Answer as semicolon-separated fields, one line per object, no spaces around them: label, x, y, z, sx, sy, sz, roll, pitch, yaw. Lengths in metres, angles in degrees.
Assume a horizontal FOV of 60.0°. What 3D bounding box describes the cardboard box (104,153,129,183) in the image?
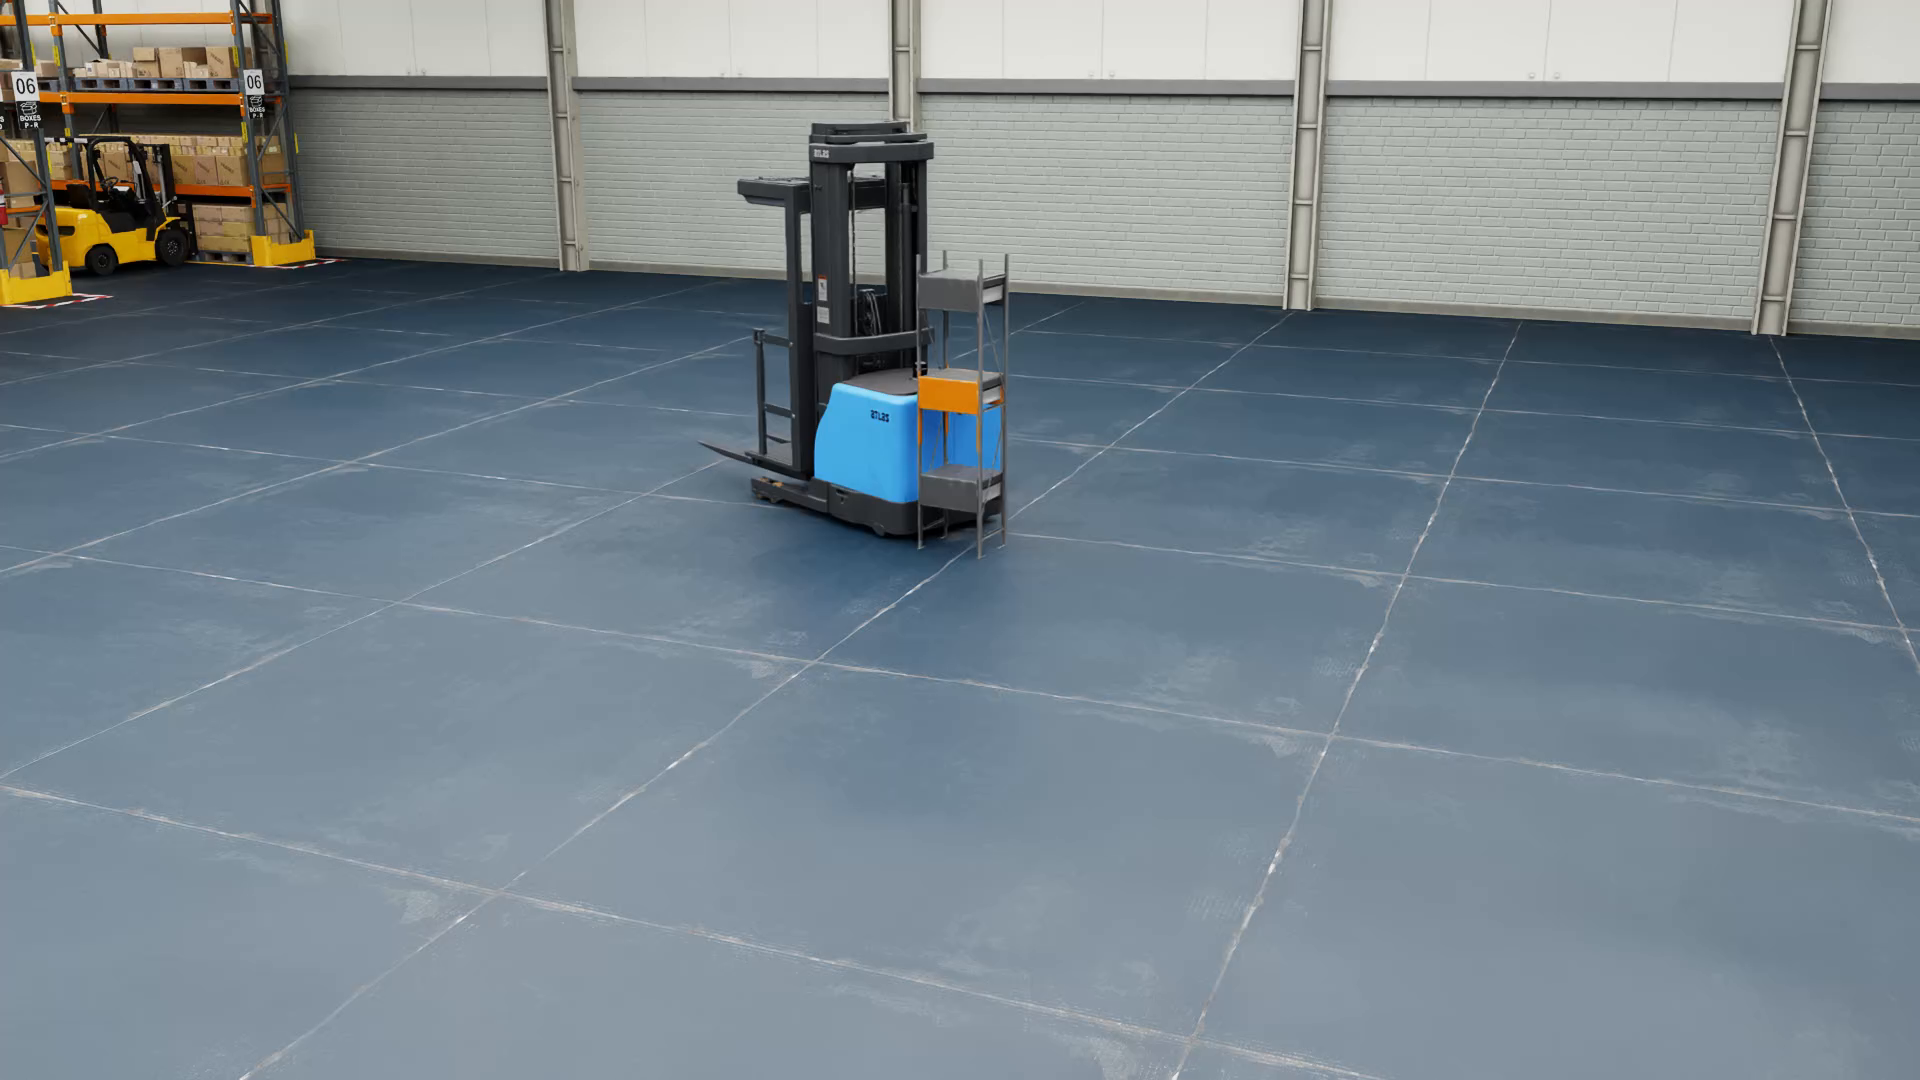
cardboard box;-14.575;-6.532;29.115;0.500;0.500;0.500;7;17;22

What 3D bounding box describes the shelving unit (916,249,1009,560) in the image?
shelving unit;0.018;-0.949;11.678;0.503;2.100;0.431;9;18;28

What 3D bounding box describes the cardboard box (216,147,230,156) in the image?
cardboard box;-12.335;-6.578;28.109;0.250;0.149;0.380;7;17;22

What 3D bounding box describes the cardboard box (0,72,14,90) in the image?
cardboard box;-13.849;-6.581;23.819;0.500;0.250;0.500;6;17;20

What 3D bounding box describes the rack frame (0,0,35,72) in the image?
rack frame;-13.479;-7.830;23.006;0.127;3.000;1.000;6;17;21

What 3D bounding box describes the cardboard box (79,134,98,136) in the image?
cardboard box;-15.195;-7.039;29.164;0.250;0.149;0.380;7;17;22

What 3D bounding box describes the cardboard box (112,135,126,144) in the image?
cardboard box;-14.476;-6.959;28.888;0.250;0.149;0.380;7;17;22

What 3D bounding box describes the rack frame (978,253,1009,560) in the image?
rack frame;0.230;-0.916;11.563;0.015;2.100;0.400;9;18;28

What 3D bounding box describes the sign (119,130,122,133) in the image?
sign;-15.180;-7.244;30.052;0.005;0.325;0.100;6;17;21

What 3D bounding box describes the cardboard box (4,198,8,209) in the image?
cardboard box;-13.905;-4.812;23.818;0.250;0.149;0.380;7;18;22

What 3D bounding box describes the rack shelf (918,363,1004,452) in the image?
rack shelf;0.018;-0.936;11.682;0.480;0.518;0.431;9;18;28

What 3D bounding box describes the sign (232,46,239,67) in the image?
sign;-11.873;-7.926;27.267;0.005;0.325;0.100;6;17;21

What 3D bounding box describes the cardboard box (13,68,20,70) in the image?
cardboard box;-16.517;-8.250;29.348;0.250;0.149;0.380;6;17;20

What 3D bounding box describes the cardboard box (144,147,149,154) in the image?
cardboard box;-14.002;-6.767;28.759;0.250;0.149;0.380;6;17;19

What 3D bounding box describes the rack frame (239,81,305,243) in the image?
rack frame;-11.661;-6.237;28.278;0.127;3.000;1.000;6;17;21

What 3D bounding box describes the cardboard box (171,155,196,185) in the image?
cardboard box;-13.171;-6.375;28.574;0.500;0.500;0.500;6;17;20

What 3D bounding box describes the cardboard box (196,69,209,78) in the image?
cardboard box;-12.543;-7.813;27.843;0.250;0.149;0.380;6;17;19

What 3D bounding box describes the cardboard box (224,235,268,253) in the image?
cardboard box;-12.214;-5.084;28.486;0.500;0.250;0.500;6;17;21

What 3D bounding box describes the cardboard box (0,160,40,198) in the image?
cardboard box;-13.818;-5.261;24.201;0.500;0.500;0.500;6;17;20

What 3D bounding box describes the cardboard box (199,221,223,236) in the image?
cardboard box;-12.691;-5.381;28.612;0.500;0.250;0.500;6;17;20

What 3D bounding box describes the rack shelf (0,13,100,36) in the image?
rack shelf;-17.243;-9.194;29.712;4.000;0.370;1.077;6;17;21

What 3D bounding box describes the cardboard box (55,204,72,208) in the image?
cardboard box;-15.872;-5.758;30.134;0.625;0.625;0.875;7;18;23

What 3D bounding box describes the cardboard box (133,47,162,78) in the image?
cardboard box;-13.609;-8.160;28.402;0.637;0.503;0.797;7;18;22

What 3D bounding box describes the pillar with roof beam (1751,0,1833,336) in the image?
pillar with roof beam;8.768;-5.852;16.189;0.400;9.000;9.100;6;17;21

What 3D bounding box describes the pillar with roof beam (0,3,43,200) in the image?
pillar with roof beam;-19.139;-8.920;26.760;0.400;9.000;9.100;6;17;21

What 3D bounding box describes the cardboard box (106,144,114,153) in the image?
cardboard box;-14.688;-6.860;29.079;0.250;0.149;0.380;6;17;21

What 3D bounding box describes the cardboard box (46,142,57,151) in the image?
cardboard box;-16.028;-7.005;29.580;0.250;0.149;0.380;6;17;20

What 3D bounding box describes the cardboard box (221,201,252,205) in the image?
cardboard box;-12.505;-5.747;28.975;0.500;0.250;0.500;6;17;21

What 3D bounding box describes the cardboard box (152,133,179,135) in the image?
cardboard box;-14.015;-7.093;29.351;0.250;0.149;0.380;6;17;20

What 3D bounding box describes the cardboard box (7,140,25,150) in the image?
cardboard box;-16.981;-7.106;29.929;0.250;0.149;0.380;6;17;21

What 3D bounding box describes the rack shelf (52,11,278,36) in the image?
rack shelf;-13.522;-8.785;28.302;4.000;0.370;1.077;6;17;21

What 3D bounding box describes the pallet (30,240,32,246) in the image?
pallet;-17.221;-5.497;30.729;1.213;0.211;1.003;6;17;21

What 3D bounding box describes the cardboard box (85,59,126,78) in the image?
cardboard box;-14.698;-8.145;28.698;0.500;0.311;0.500;7;17;22

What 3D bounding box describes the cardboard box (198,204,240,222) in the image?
cardboard box;-12.681;-5.615;28.522;0.500;0.250;0.500;7;17;22

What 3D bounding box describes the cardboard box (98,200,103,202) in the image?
cardboard box;-15.047;-5.877;29.422;0.500;0.250;0.500;6;17;20

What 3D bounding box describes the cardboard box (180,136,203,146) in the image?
cardboard box;-13.053;-6.801;28.344;0.250;0.149;0.380;7;18;22

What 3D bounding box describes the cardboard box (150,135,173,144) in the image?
cardboard box;-13.729;-6.907;28.709;0.250;0.149;0.380;6;17;21

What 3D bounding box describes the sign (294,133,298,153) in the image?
sign;-11.452;-6.834;28.640;0.005;0.325;0.100;6;17;21

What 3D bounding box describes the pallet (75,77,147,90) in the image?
pallet;-14.579;-7.964;29.004;1.213;0.211;1.003;6;17;21

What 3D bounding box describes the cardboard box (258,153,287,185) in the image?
cardboard box;-12.020;-6.408;28.687;0.500;0.500;0.500;7;18;22

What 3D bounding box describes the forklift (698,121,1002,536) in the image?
forklift;-1.017;-1.778;13.041;1.130;2.935;3.031;-13;21;-38

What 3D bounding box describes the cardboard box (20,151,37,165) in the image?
cardboard box;-16.414;-6.849;29.758;0.500;0.250;0.500;6;17;19

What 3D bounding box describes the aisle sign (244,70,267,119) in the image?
aisle sign;-11.708;-7.403;27.630;0.004;0.787;0.394;6;17;21

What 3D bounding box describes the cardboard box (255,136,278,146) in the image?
cardboard box;-11.895;-6.829;28.441;0.250;0.149;0.380;6;17;20

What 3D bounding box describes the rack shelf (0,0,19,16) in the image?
rack shelf;-15.339;-7.688;23.811;4.000;0.370;1.077;6;17;21

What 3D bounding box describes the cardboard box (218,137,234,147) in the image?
cardboard box;-12.313;-6.739;28.129;0.250;0.149;0.380;6;17;21

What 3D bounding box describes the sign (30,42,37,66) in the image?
sign;-13.280;-6.950;23.787;0.005;0.325;0.100;6;17;21

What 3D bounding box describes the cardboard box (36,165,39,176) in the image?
cardboard box;-16.417;-6.608;29.824;0.500;0.250;0.500;6;17;20

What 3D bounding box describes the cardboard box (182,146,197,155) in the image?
cardboard box;-13.046;-6.664;28.404;0.250;0.149;0.380;6;17;19

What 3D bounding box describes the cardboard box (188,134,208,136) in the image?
cardboard box;-13.324;-6.995;29.012;0.250;0.149;0.380;6;17;21

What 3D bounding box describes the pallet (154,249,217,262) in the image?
pallet;-13.519;-5.091;29.330;1.213;0.211;1.003;6;17;21
